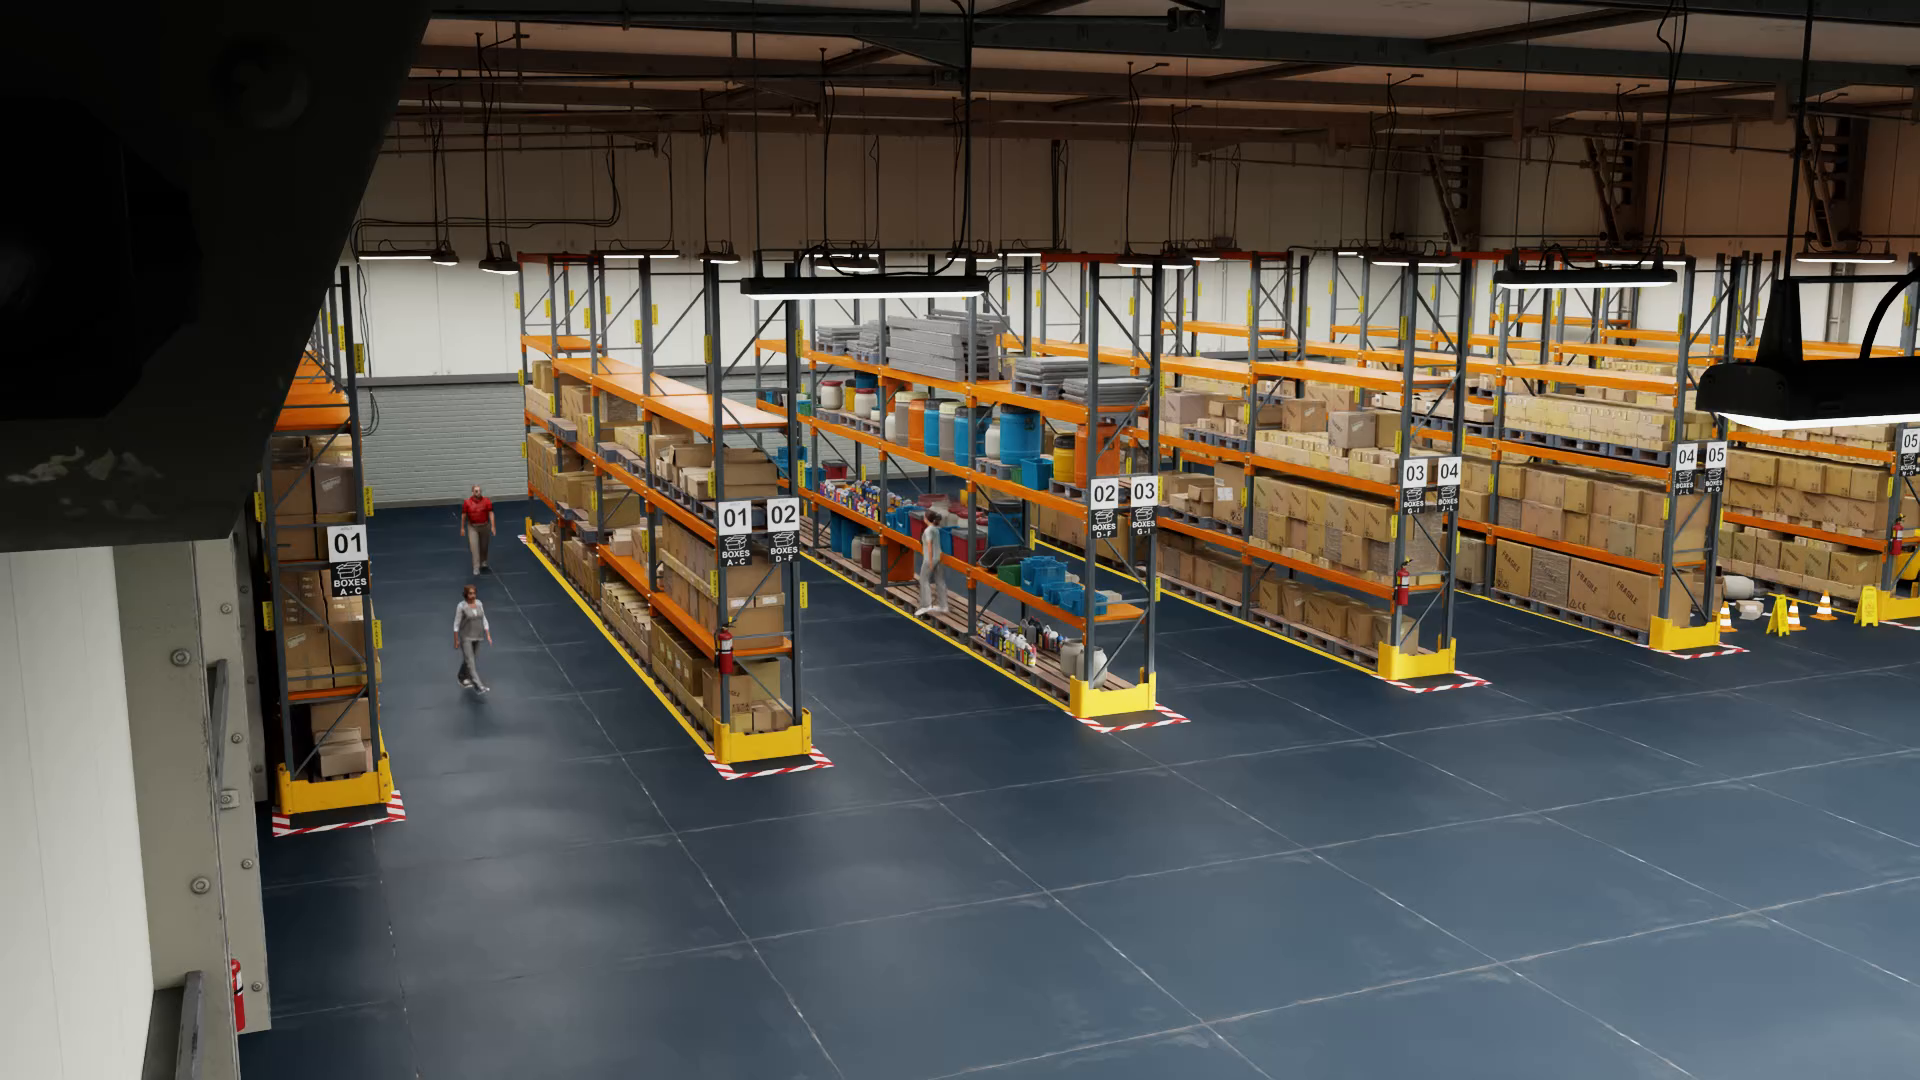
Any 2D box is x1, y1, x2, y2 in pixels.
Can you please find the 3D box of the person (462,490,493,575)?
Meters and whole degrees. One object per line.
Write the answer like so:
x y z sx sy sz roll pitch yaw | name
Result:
-9.124 -0.178 31.525 0.563 1.568 1.084 -4 11 -19 | person

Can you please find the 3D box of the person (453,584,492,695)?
-6.762 1.389 23.134 1.016 1.503 0.439 8 13 37 | person

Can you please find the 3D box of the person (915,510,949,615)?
-0.403 0.372 26.873 0.546 1.722 0.473 7 13 35 | person
